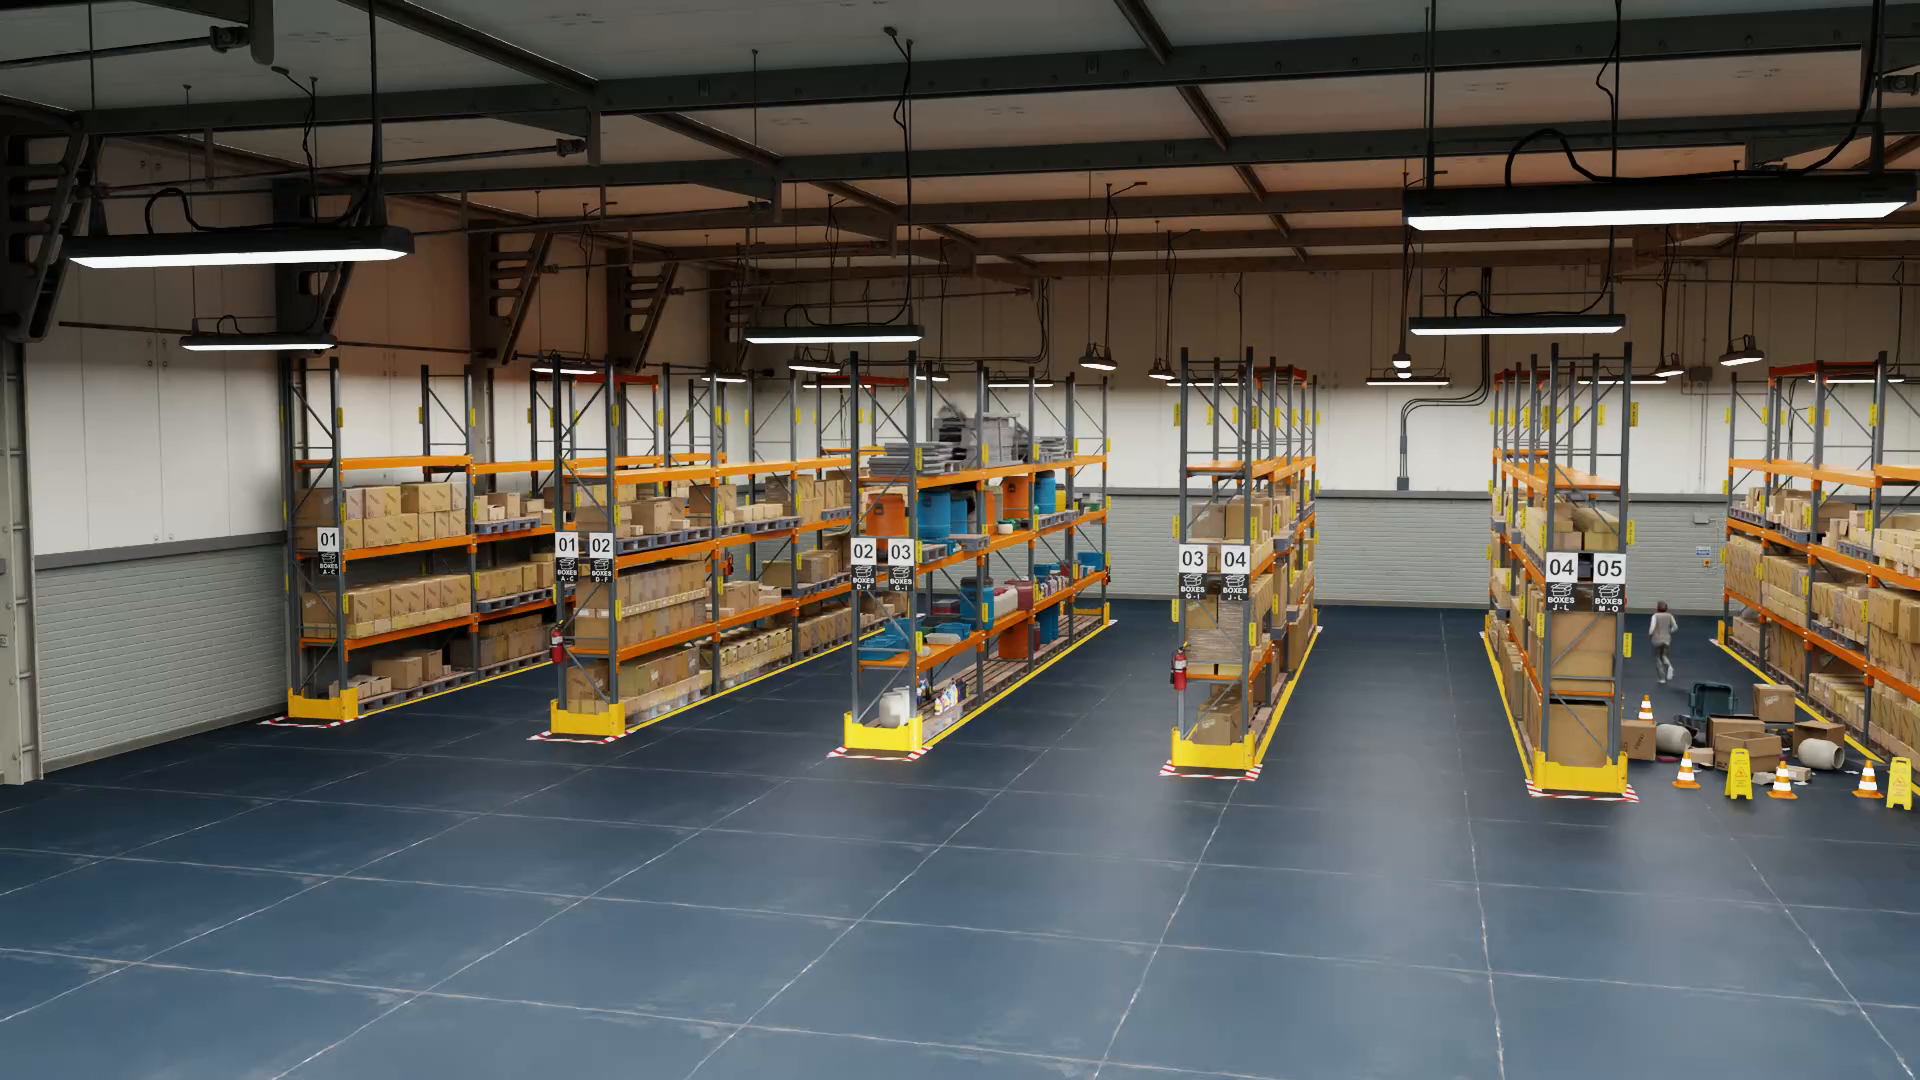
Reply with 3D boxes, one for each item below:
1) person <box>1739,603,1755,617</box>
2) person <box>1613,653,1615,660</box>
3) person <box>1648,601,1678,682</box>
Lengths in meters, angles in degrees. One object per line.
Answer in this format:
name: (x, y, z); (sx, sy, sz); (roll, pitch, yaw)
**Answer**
person: (17.949, 1.367, 37.653); (0.680, 1.741, 0.658); (1, 4, 11)
person: (13.327, 1.609, 34.204); (0.650, 1.744, 0.893); (1, 4, 7)
person: (13.250, 1.923, 31.377); (0.522, 1.554, 0.532); (0, 4, -1)
